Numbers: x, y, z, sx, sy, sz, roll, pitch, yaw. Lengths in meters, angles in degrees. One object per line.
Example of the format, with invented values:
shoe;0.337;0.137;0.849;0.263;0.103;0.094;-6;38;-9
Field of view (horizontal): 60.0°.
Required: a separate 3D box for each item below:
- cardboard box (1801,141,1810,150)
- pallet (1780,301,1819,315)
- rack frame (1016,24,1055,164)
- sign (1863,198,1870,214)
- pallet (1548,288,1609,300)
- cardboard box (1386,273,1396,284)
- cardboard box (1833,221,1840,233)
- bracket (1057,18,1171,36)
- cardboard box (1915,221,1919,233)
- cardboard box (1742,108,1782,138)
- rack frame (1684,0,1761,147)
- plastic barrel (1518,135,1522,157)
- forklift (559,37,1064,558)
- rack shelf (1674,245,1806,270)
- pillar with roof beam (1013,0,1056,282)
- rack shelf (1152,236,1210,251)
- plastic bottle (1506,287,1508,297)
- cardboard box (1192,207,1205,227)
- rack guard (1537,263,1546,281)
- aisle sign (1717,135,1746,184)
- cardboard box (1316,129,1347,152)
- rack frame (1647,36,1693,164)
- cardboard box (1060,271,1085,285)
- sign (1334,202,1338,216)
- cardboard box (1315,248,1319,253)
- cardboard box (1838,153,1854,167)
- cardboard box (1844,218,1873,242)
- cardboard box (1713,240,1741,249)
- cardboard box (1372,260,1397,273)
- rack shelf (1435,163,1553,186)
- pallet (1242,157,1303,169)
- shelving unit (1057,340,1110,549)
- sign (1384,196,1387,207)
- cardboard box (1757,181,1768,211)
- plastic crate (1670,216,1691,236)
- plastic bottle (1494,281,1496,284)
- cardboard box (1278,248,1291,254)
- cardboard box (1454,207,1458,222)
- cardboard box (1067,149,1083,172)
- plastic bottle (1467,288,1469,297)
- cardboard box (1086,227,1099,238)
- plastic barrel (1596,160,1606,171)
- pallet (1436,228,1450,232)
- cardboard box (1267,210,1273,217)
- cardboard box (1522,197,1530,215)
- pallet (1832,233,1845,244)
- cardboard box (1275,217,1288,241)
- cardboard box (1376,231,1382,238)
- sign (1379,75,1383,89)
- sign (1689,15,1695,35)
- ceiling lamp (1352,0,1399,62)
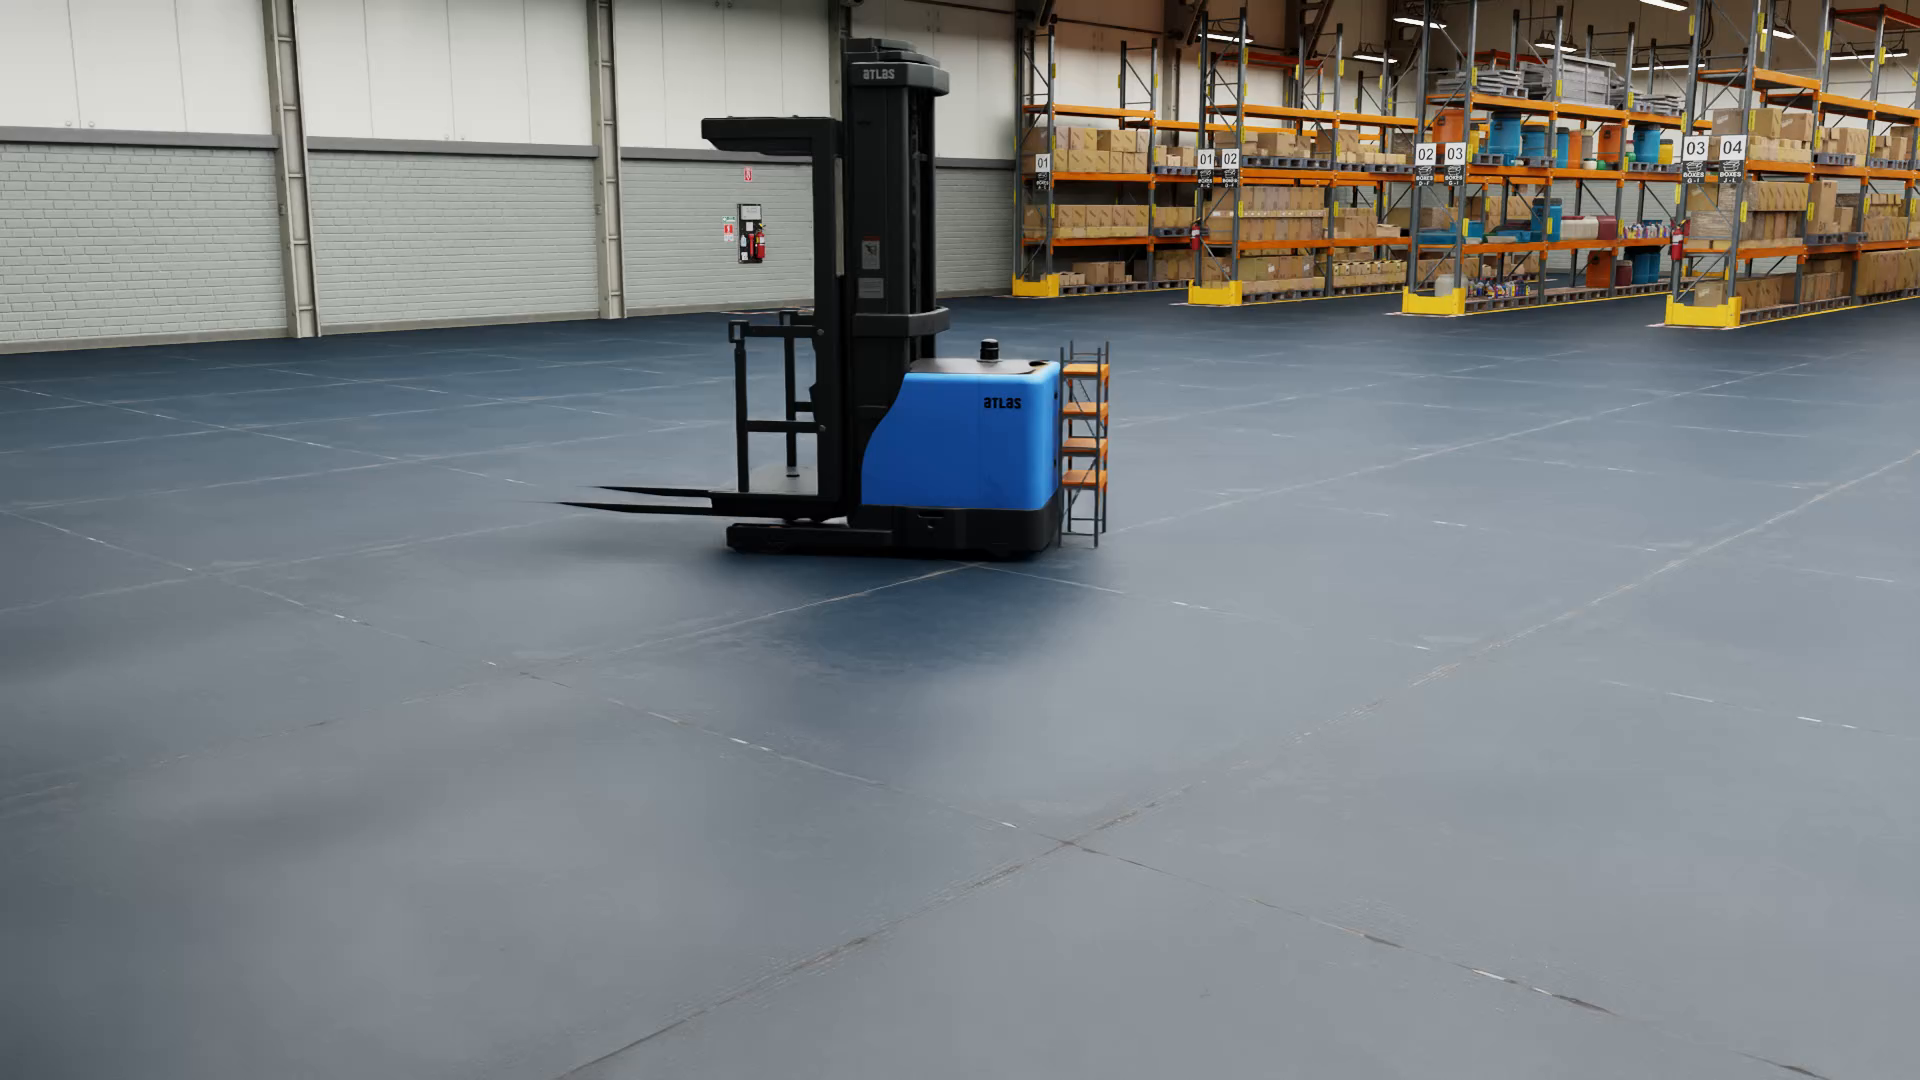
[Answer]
cardboard box;15.502;-7.298;30.799;0.380;0.149;0.250;10;15;42
pallet;16.012;-4.538;32.391;1.003;0.211;1.213;10;15;40
rack frame;1.697;-10.065;37.629;1.000;3.000;0.127;10;15;40
sign;18.554;-6.839;34.040;0.100;0.325;0.005;10;15;40
pallet;13.879;-5.543;37.424;1.003;0.211;1.213;10;15;40
cardboard box;10.199;-6.333;40.206;0.500;0.250;0.500;10;15;40
cardboard box;17.242;-6.239;33.059;0.396;0.266;0.258;9;15;39
bracket;3.750;-12.439;40.326;0.076;0.066;4.783;10;15;40
cardboard box;21.619;-7.147;37.962;0.500;0.250;0.500;10;15;40
cardboard box;14.042;-7.296;29.134;0.500;0.500;0.500;10;15;40
rack frame;12.859;-8.144;28.009;1.000;3.000;0.127;10;15;40
plastic barrel;11.347;-8.124;34.214;0.421;0.512;0.421;0;11;0
forklift;-0.920;-1.455;10.014;3.031;2.935;1.130;2;12;11
rack shelf;14.179;-5.143;30.141;1.077;0.370;4.000;10;15;40
pillar with roof beam;4.743;-9.723;35.918;9.100;9.000;0.548;10;15;40
rack shelf;5.657;-7.653;42.706;1.077;0.370;4.000;10;15;40
plastic bottle;11.063;-5.022;33.719;0.097;0.201;0.097;0;11;0
cardboard box;5.869;-8.308;42.772;0.700;0.500;0.500;10;15;40
rack guard;15.932;-7.600;46.987;1.175;0.500;0.348;10;15;40
aisle sign;13.043;-6.429;28.103;0.394;0.787;0.004;10;15;40
cardboard box;8.497;-9.128;37.994;0.500;0.500;0.500;10;15;41
rack frame;17.060;-10.550;40.055;1.000;3.000;0.127;10;15;40
cardboard box;2.597;-6.194;39.308;0.500;0.311;0.500;-11;15;-43
sign;8.478;-7.464;37.508;0.100;0.325;0.005;10;15;40
cardboard box;10.463;-8.405;48.286;0.380;0.149;0.250;9;15;39
cardboard box;17.359;-7.526;32.960;0.500;0.250;0.500;10;15;42
cardboard box;18.665;-6.464;34.662;0.500;0.500;0.500;10;15;42
cardboard box;13.226;-5.090;28.677;0.380;0.149;0.250;10;15;40
cardboard box;10.202;-6.607;40.146;0.500;0.311;0.500;9;15;39
rack shelf;10.459;-7.255;33.053;1.077;0.370;4.000;10;15;40
pallet;6.711;-8.192;36.134;1.003;0.211;1.213;10;15;40
shelving unit;0.751;-0.588;10.090;0.258;1.200;0.503;2;11;10
sign;12.657;-10.089;49.504;0.100;0.325;0.005;10;15;40
cardboard box;13.762;-6.005;29.053;0.500;0.500;0.500;10;15;40
plastic crate;17.838;-7.767;41.126;0.402;0.464;0.583;10;15;40
plastic bottle;11.127;-5.259;34.697;0.061;0.283;0.133;10;15;40
cardboard box;8.702;-7.797;46.006;0.750;0.750;0.750;10;15;42
cardboard box;12.454;-8.354;43.049;0.500;0.500;0.700;-9;15;-39
cardboard box;2.486;-8.744;38.368;0.500;0.500;0.500;-11;16;-44
plastic bottle;10.289;-5.073;33.762;0.061;0.283;0.133;10;15;40
cardboard box;2.930;-7.243;39.146;0.500;0.250;0.500;9;15;39
plastic barrel;14.295;-8.371;37.203;0.294;0.245;0.294;0;11;0
pallet;11.981;-7.853;42.360;1.003;0.211;1.213;10;15;40
cardboard box;6.521;-7.032;35.850;0.380;0.149;0.250;9;14;38
cardboard box;15.223;-9.124;45.427;0.500;0.500;0.500;10;15;42
pallet;16.864;-5.988;33.024;1.003;0.211;1.213;10;15;40
cardboard box;6.758;-6.827;36.480;0.700;0.500;0.500;10;15;42
cardboard box;9.901;-7.342;39.954;0.250;0.149;0.380;-11;16;-43
sign;10.287;-11.168;40.563;0.100;0.325;0.005;10;15;40
sign;12.455;-8.754;28.277;0.100;0.325;0.005;10;15;40
ceiling lamp;11.175;-14.207;43.465;0.800;3.185;2.000;10;15;40
